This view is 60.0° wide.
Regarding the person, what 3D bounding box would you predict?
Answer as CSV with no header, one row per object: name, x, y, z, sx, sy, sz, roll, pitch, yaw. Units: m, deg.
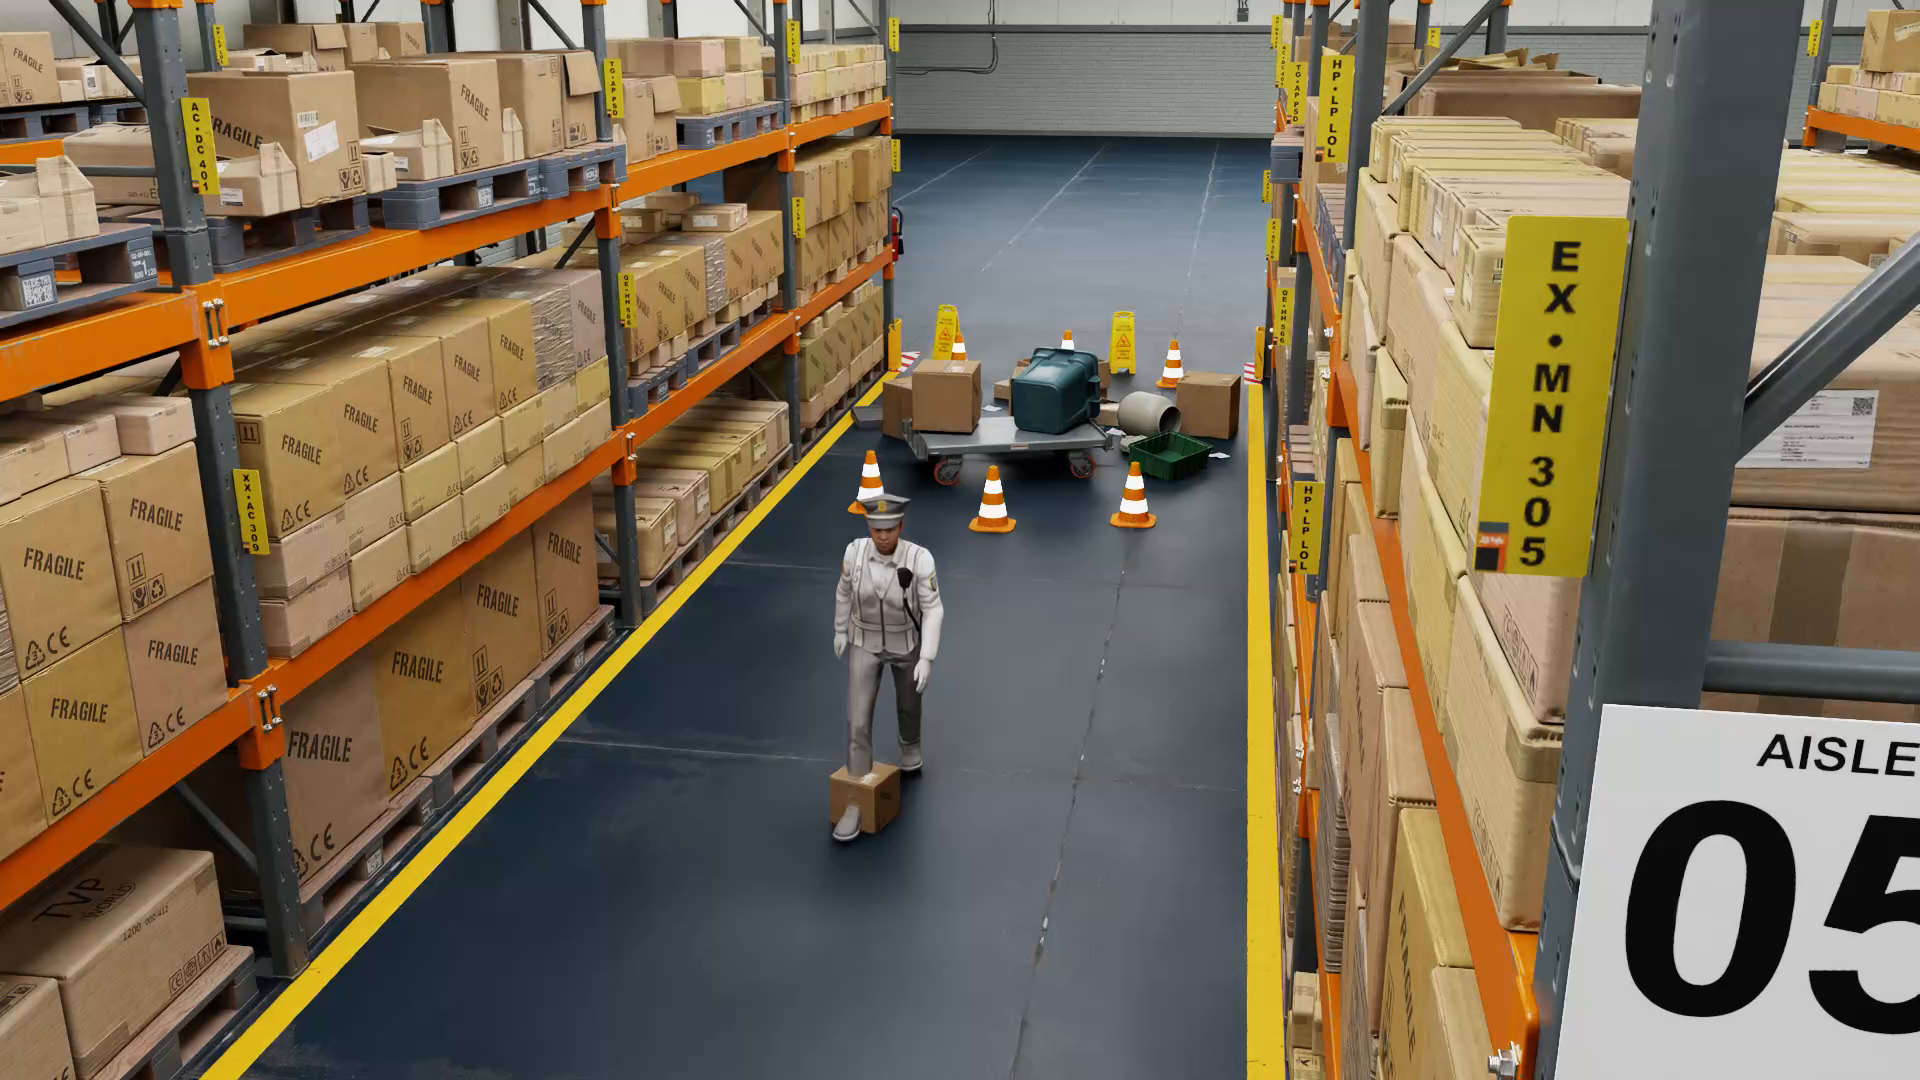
person,-0.354,0.514,8.005,0.557,1.593,1.019,1,18,3
